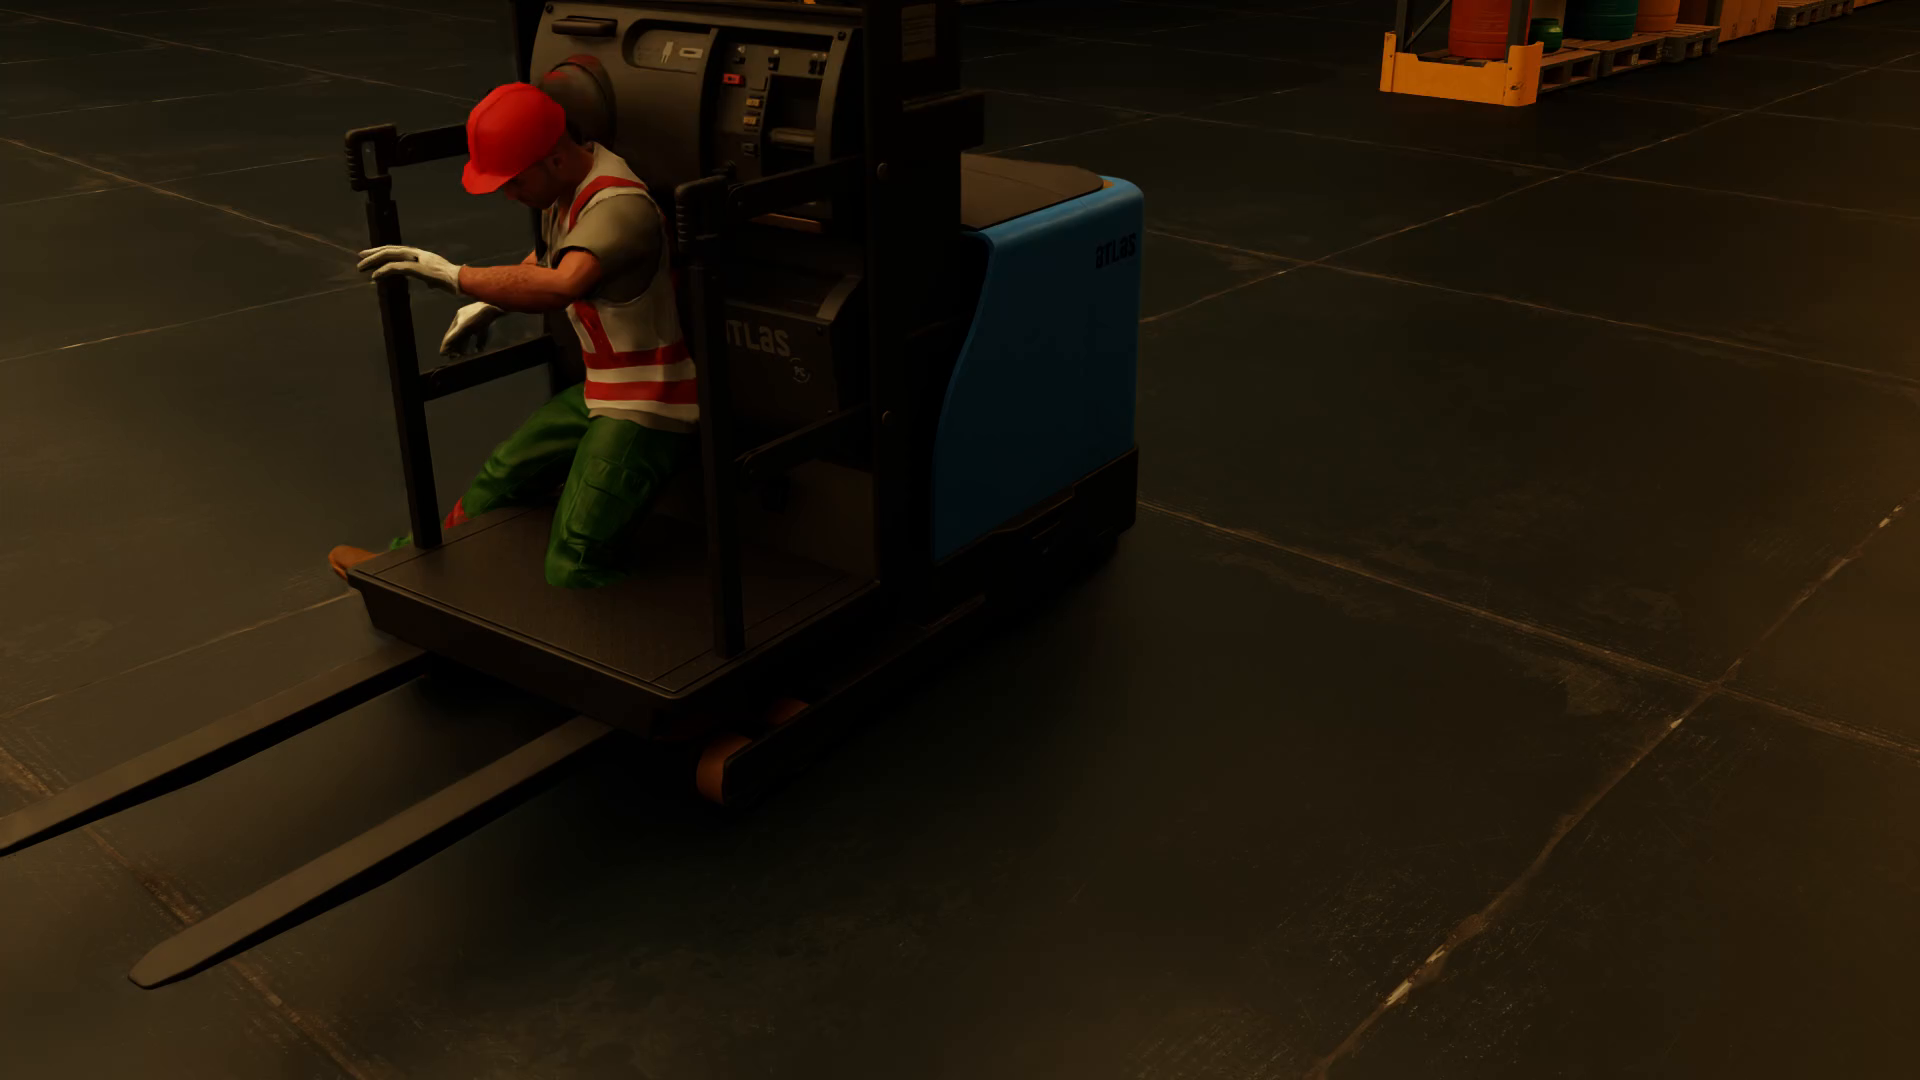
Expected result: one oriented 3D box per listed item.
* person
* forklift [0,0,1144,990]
[{"bbox_3d":[-1.100,-0.347,3.960,1.024,1.460,1.042,-6,24,-13],"label":"person"},{"bbox_3d":[-0.740,-0.973,3.547,1.130,2.935,3.031,16,28,32],"label":"forklift"}]
